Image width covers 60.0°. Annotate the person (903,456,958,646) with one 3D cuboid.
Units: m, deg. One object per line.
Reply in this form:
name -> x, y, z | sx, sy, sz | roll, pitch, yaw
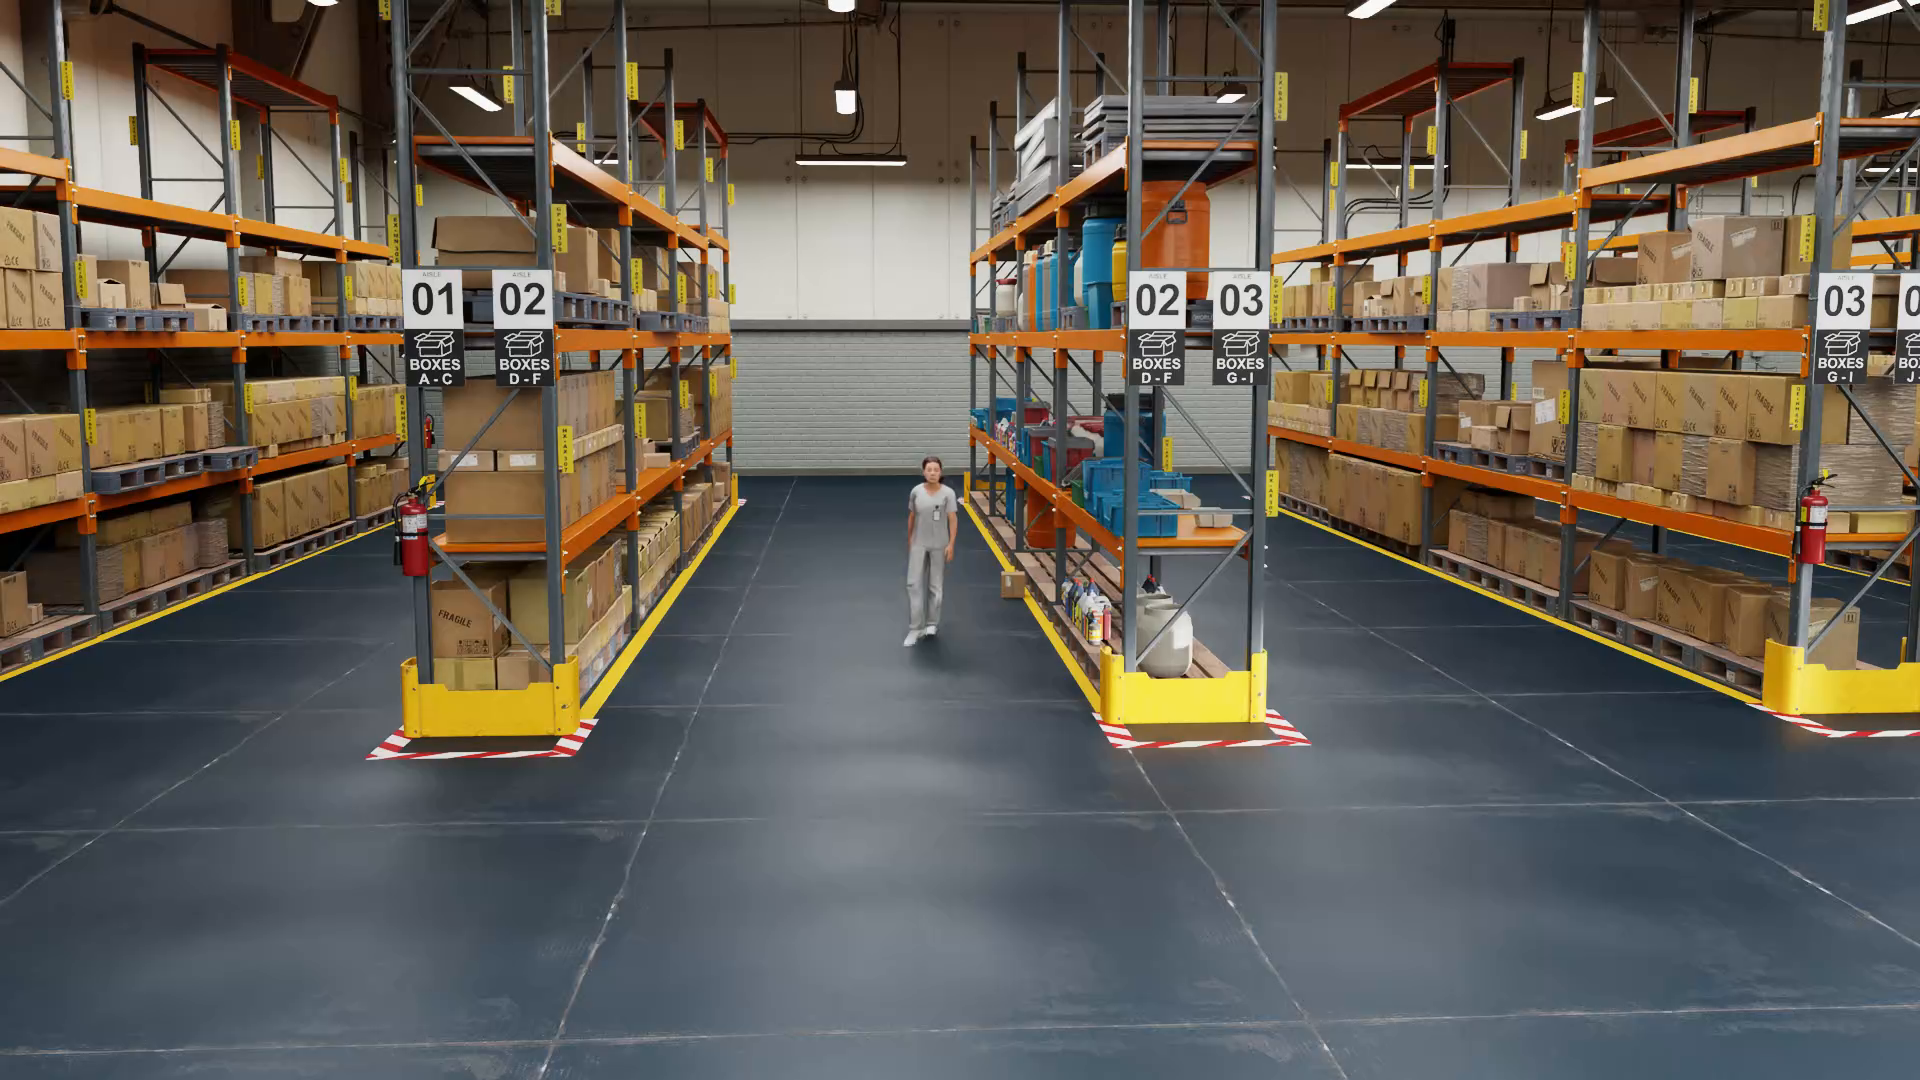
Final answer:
person -> -0.252, 0.092, 15.057 | 0.474, 1.711, 0.635 | 1, 7, 6
